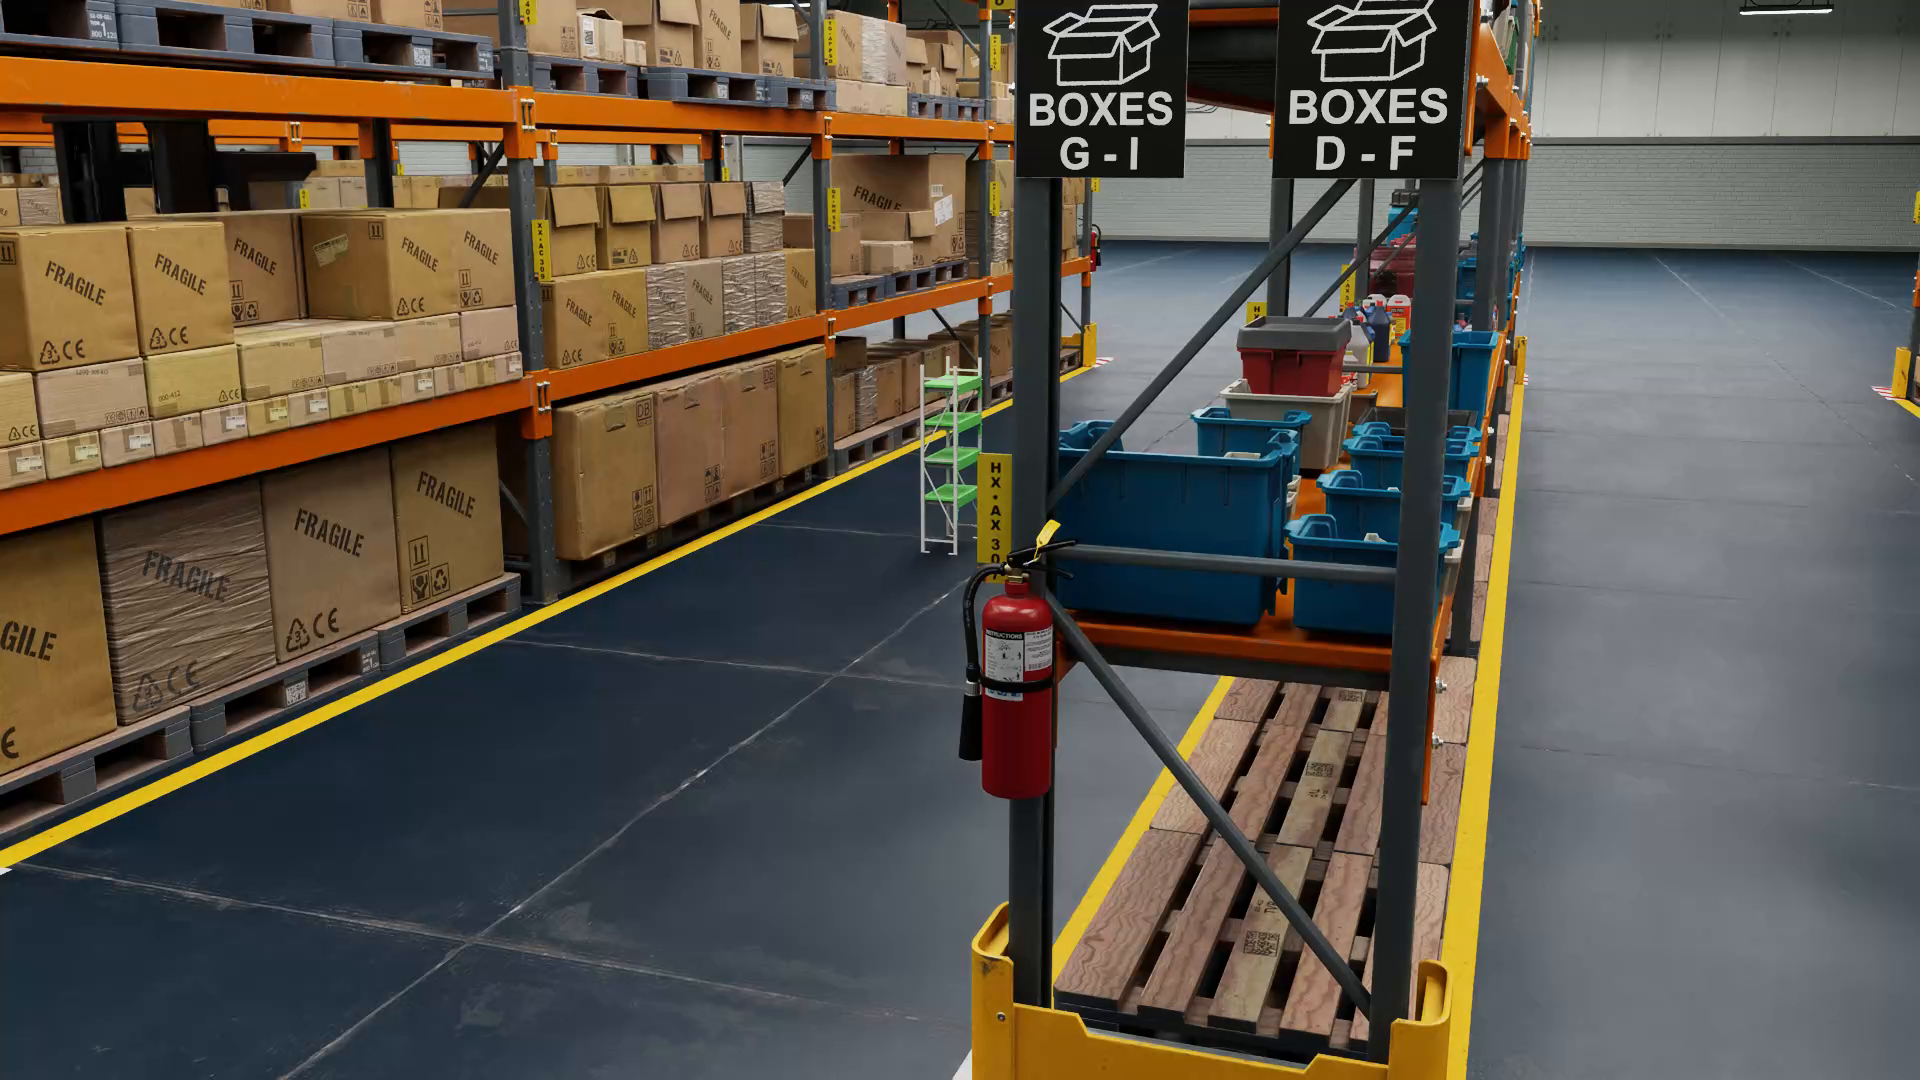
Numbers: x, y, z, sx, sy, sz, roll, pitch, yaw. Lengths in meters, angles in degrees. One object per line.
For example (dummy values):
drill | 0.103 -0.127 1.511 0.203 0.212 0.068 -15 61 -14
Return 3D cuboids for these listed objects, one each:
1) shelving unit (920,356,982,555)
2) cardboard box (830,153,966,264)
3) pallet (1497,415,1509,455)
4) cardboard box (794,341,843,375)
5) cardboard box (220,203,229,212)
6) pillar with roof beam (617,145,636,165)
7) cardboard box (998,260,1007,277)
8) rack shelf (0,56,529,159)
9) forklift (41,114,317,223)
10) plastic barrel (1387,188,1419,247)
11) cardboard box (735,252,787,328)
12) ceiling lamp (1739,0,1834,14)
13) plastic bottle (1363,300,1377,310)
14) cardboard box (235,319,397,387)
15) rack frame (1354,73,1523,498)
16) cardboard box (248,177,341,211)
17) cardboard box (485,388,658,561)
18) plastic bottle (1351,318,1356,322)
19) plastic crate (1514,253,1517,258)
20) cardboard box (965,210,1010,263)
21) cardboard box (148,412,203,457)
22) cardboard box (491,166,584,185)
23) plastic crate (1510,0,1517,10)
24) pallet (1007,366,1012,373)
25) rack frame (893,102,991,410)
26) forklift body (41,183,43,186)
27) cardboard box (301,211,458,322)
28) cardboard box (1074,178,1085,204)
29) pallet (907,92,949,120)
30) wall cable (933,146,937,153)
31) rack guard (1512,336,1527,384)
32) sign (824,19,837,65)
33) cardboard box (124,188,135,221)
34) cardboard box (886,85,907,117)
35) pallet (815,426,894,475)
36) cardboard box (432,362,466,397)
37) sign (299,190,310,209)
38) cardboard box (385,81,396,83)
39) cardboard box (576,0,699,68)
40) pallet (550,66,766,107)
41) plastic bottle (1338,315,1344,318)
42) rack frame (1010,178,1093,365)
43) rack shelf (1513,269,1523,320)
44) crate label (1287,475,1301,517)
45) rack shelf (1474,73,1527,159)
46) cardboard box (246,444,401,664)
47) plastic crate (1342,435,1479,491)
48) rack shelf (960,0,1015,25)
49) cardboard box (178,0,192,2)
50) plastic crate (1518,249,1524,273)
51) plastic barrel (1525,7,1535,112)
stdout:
shelving unit | -0.054 -0.550 10.702 0.258 1.200 0.503 4 14 18
cardboard box | -0.577 -3.159 15.797 1.000 1.000 1.000 4 14 19
pallet | 4.282 -0.935 14.610 1.003 0.211 1.213 4 14 18
cardboard box | -1.293 -1.482 13.683 0.500 0.250 0.500 5 14 21
cardboard box | -9.158 -3.799 19.999 0.500 0.500 0.500 4 14 18
pillar with roof beam | -4.149 -11.055 39.199 9.100 9.000 0.548 4 14 18
cardboard box | 0.260 -2.772 16.957 0.380 0.149 0.250 4 14 18
rack shelf | -3.423 -1.825 7.121 1.077 0.370 4.000 4 14 18
forklift | -4.787 -1.433 10.679 1.130 2.935 3.031 4 14 18
plastic barrel | 4.088 -2.648 14.720 0.600 0.901 0.708 4 14 18
cardboard box | -1.574 -1.800 11.907 0.500 0.500 0.500 4 14 18
ceiling lamp | 19.522 -14.013 39.041 2.000 3.185 0.800 4 14 18
plastic bottle | 2.609 -1.395 10.637 0.152 0.276 0.135 4 14 18
cardboard box | -3.000 -0.878 7.764 0.500 0.250 0.500 5 14 20
rack frame | 3.205 -1.621 11.347 1.000 3.000 0.127 4 14 18
cardboard box | -5.987 -2.986 14.856 0.700 0.500 0.500 4 14 18
cardboard box | -2.588 -0.440 10.006 1.225 0.875 0.875 4 14 19
plastic bottle | 2.245 -1.132 9.497 0.097 0.271 0.097 0 13 0
plastic crate | 4.437 -2.200 13.923 0.392 0.384 0.575 4 14 18
cardboard box | 0.017 -3.103 16.951 0.875 0.500 0.500 4 14 18
cardboard box | -3.312 -0.438 6.729 0.380 0.149 0.250 4 13 17
cardboard box | -4.696 -3.872 18.450 0.875 0.550 0.550 4 14 18
plastic crate | 1.918 -1.944 6.401 0.416 0.233 0.300 4 14 18
pallet | 0.390 -1.862 18.669 1.003 0.211 1.213 4 14 18
rack frame | -0.187 -2.819 16.599 1.000 3.000 0.127 4 14 18
forklift body | -11.855 -3.787 22.747 2.313 2.155 1.214 4 14 18
cardboard box | -2.838 -1.351 8.150 0.500 0.500 0.500 4 14 19
cardboard box | 1.163 -4.209 19.548 0.500 0.500 0.500 4 14 18
pallet | -0.821 -3.849 14.793 1.213 0.211 1.003 4 14 18
wall cable | -2.135 -12.902 54.273 3.097 2.526 0.112 4 14 18
rack guard | 5.813 -2.067 18.920 1.175 0.500 0.348 4 14 18
sign | -0.959 -3.688 12.327 0.100 0.325 0.005 4 14 18
cardboard box | -9.656 -3.713 18.678 0.500 0.500 0.500 4 14 19
cardboard box | -0.765 -3.664 13.896 0.500 0.250 0.500 5 14 20
pallet | -1.227 -0.782 13.940 1.003 0.211 1.213 4 14 18
cardboard box | -2.731 -0.816 8.388 0.380 0.149 0.250 4 13 17
sign | -5.625 -2.844 14.285 0.100 0.325 0.005 4 14 18
cardboard box | -5.538 -4.240 15.253 0.500 0.250 0.500 5 14 20
cardboard box | -2.122 -3.263 10.626 0.797 0.503 0.637 4 14 18
pallet | -1.999 -2.972 10.953 1.003 0.211 1.213 5 14 21
plastic bottle | 2.164 -1.140 9.504 0.061 0.283 0.133 4 14 18
rack frame | 1.107 -3.662 20.289 1.000 3.000 0.127 4 14 18
rack shelf | 5.146 -2.533 16.962 1.077 0.370 4.000 4 14 18
crate label | 0.884 -0.142 5.327 0.396 0.136 0.243 4 14 18
rack shelf | 2.558 -2.311 9.248 1.077 0.370 4.000 4 14 18
cardboard box | -3.356 0.019 7.995 0.875 0.875 0.875 4 14 18
plastic crate | 1.434 -0.189 5.317 0.416 0.233 0.300 4 14 18
rack shelf | 0.460 -5.813 17.857 1.077 0.370 4.000 4 14 18
cardboard box | -3.535 -2.393 6.597 0.700 0.500 0.500 3 13 15
plastic crate | 5.699 -2.969 17.590 0.499 0.251 0.408 4 14 18
plastic barrel | 4.328 -3.909 13.506 0.600 0.901 0.600 0 13 0
